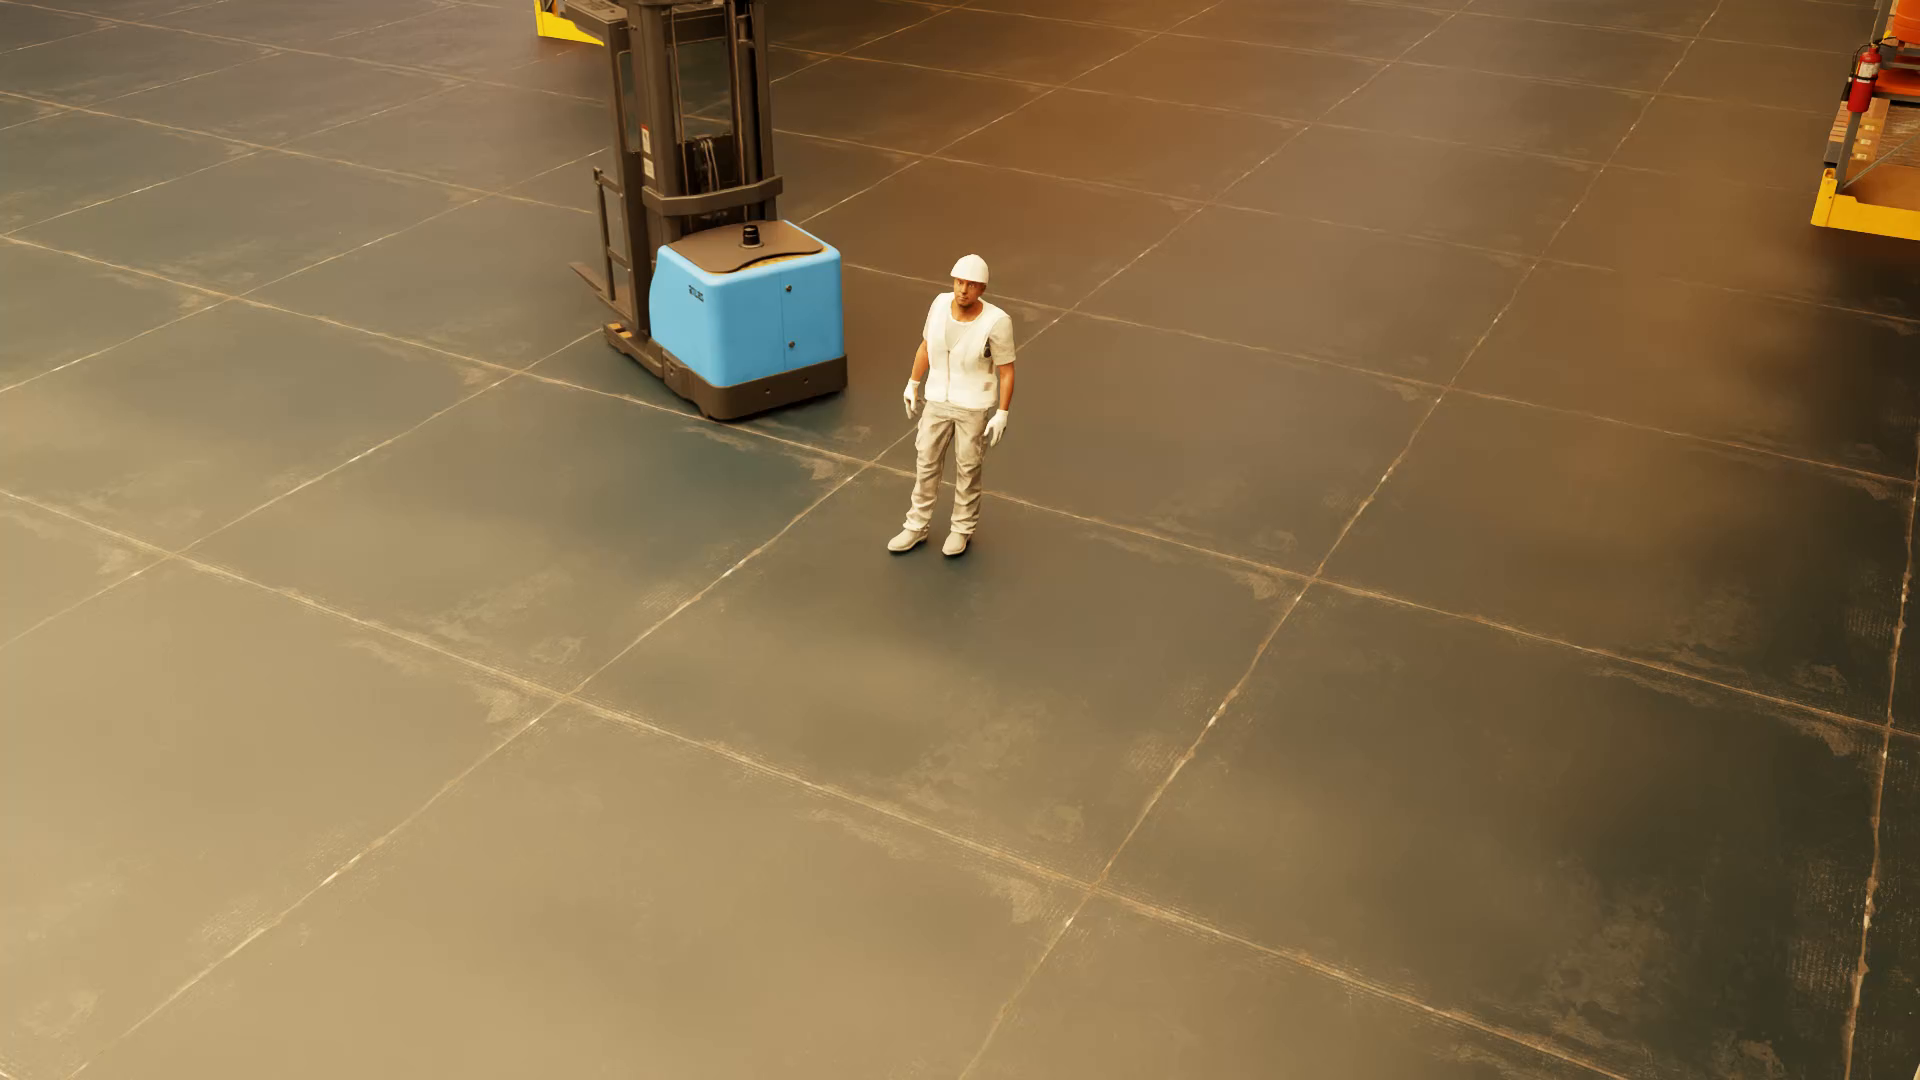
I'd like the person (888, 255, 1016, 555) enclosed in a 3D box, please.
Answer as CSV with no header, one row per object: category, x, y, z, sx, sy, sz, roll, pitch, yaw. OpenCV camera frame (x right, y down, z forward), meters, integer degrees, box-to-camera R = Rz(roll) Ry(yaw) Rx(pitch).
person,-0.042,-0.750,9.503,0.656,1.782,0.577,15,33,25

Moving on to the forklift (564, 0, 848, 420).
forklift,-2.031,-2.775,11.879,1.130,2.935,3.031,-19,35,-29
